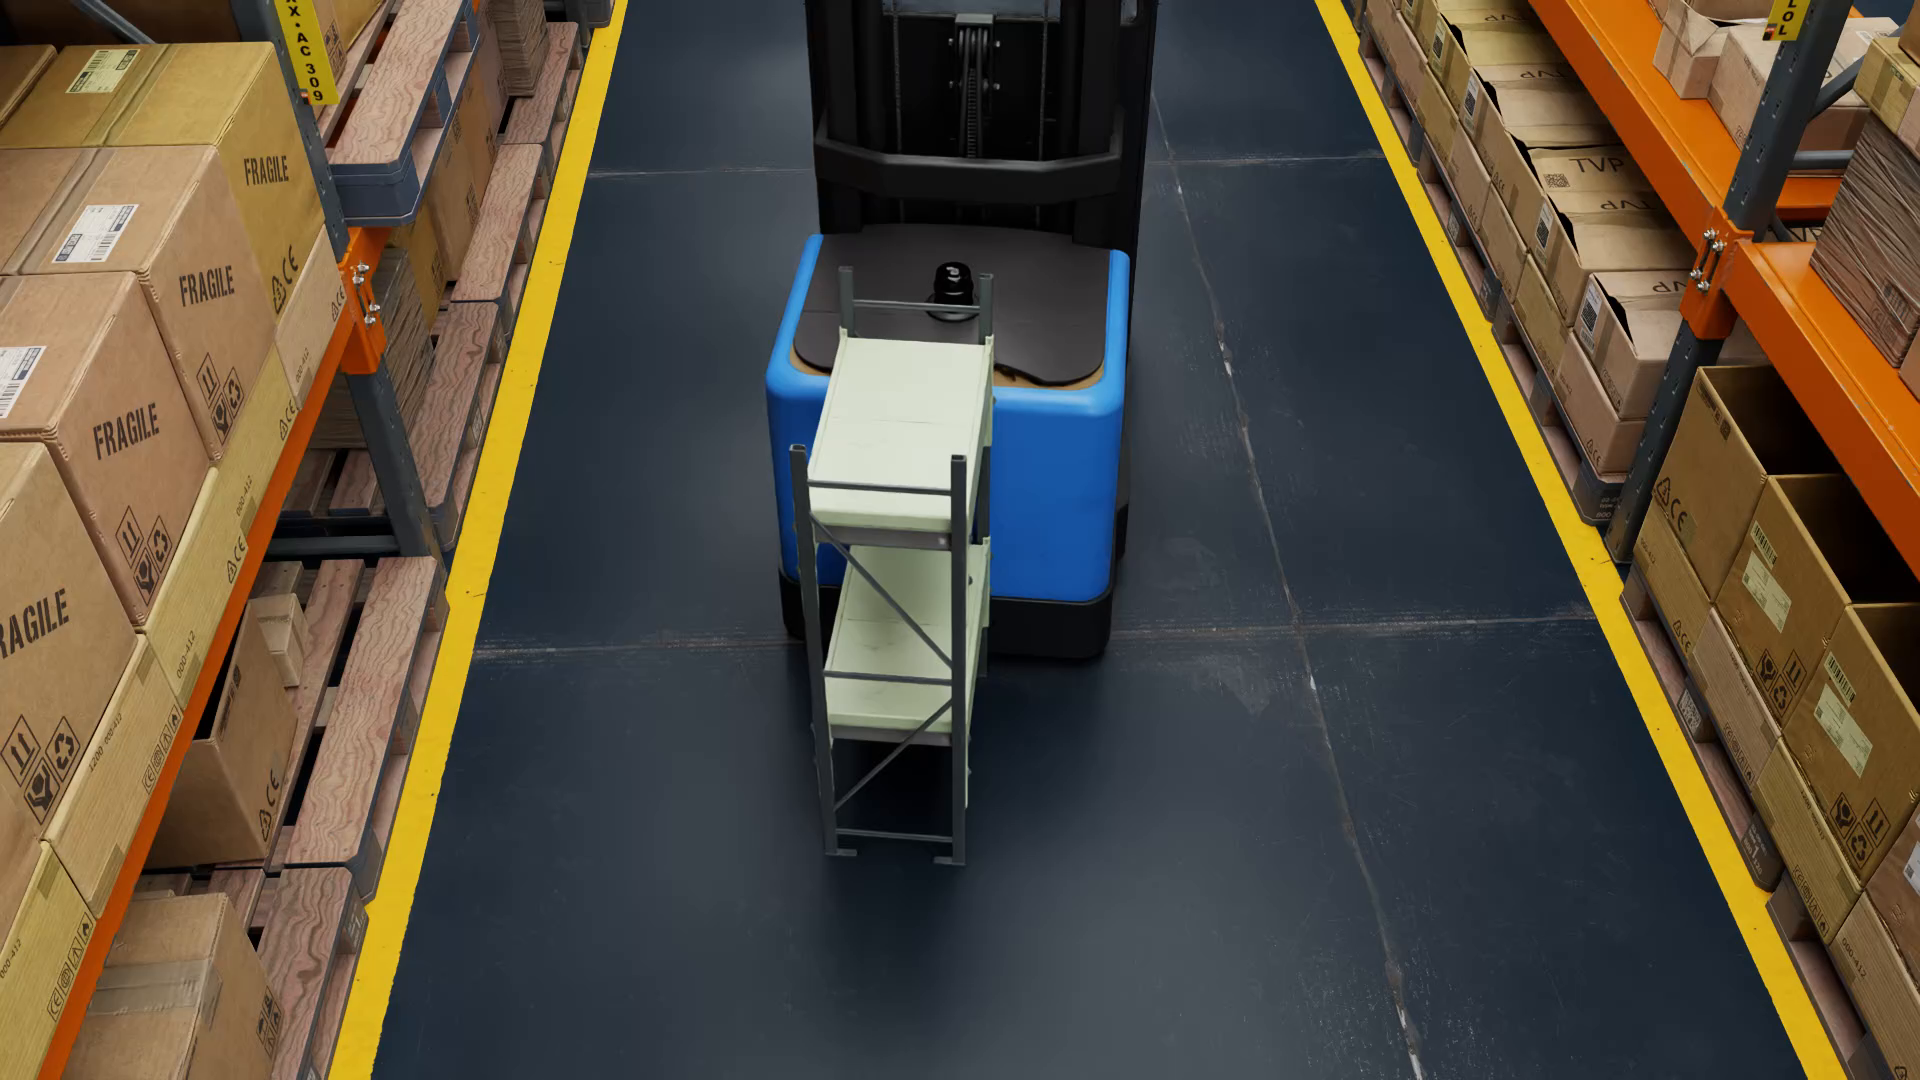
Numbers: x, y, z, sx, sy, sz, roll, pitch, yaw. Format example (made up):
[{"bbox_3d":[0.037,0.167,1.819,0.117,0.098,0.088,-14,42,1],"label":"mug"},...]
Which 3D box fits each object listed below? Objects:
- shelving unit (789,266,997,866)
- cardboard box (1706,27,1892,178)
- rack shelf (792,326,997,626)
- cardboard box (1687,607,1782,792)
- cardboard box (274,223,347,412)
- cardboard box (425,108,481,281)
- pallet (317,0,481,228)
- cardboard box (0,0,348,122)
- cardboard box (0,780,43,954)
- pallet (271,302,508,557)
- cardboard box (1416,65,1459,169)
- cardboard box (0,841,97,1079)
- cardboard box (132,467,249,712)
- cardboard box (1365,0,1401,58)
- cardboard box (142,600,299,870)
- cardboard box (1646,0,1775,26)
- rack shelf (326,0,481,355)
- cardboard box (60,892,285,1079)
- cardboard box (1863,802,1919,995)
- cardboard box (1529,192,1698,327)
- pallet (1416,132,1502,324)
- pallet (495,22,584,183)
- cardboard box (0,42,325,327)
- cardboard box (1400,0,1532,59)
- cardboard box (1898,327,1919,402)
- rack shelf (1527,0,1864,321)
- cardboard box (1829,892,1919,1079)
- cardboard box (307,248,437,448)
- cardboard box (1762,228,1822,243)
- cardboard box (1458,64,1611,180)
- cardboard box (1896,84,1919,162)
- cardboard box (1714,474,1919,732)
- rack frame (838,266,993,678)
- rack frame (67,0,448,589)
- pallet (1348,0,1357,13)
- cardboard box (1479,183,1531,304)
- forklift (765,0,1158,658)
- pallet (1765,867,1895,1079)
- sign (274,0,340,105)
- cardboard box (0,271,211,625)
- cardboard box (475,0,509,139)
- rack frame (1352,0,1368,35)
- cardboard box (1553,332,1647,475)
[{"bbox_3d":[-0.150,0.110,4.520,0.431,1.500,0.755,4,43,4],"label":"shelving unit"},{"bbox_3d":[2.658,-1.350,5.113,0.500,0.250,0.500,1,43,1],"label":"cardboard box"},{"bbox_3d":[-0.150,-0.178,4.256,0.431,0.370,0.720,4,43,4],"label":"rack shelf"},{"bbox_3d":[2.455,0.445,4.769,0.500,0.250,0.500,-2,43,-2],"label":"cardboard box"},{"bbox_3d":[-1.904,-0.570,4.248,0.500,0.250,0.500,-2,43,-2],"label":"cardboard box"},{"bbox_3d":[-2.328,-1.359,6.537,0.700,0.500,0.500,-1,43,-1],"label":"cardboard box"},{"bbox_3d":[-2.114,-1.378,5.176,1.003,0.211,1.213,-2,43,-2],"label":"pallet"},{"bbox_3d":[-2.214,-1.473,4.737,0.700,0.500,0.500,-2,43,-2],"label":"cardboard box"},{"bbox_3d":[-1.803,0.529,2.494,0.500,0.500,0.500,-3,43,-3],"label":"cardboard box"},{"bbox_3d":[-2.261,-0.427,6.059,1.003,0.211,1.213,-2,43,-2],"label":"pallet"},{"bbox_3d":[2.332,-1.863,7.287,0.500,0.250,0.500,-3,43,-3],"label":"cardboard box"},{"bbox_3d":[-1.812,0.786,2.768,0.500,0.250,0.500,-2,43,-2],"label":"cardboard box"},{"bbox_3d":[-1.854,0.106,3.511,0.500,0.250,0.500,-2,43,-2],"label":"cardboard box"},{"bbox_3d":[2.281,-2.553,8.040,0.500,0.250,0.500,-2,43,-2],"label":"cardboard box"},{"bbox_3d":[-2.142,0.530,4.476,0.500,0.500,0.500,-5,43,-5],"label":"cardboard box"},{"bbox_3d":[2.684,-1.985,5.622,0.500,0.500,0.500,1,43,1],"label":"cardboard box"},{"bbox_3d":[-2.311,-2.014,6.260,1.077,0.370,4.000,-2,43,-2],"label":"rack shelf"},{"bbox_3d":[-2.002,1.179,3.768,0.700,0.500,0.500,-4,43,-4],"label":"cardboard box"},{"bbox_3d":[2.495,0.843,3.779,0.500,0.500,0.500,-2,43,-2],"label":"cardboard box"},{"bbox_3d":[2.391,-1.038,5.972,0.500,0.311,0.500,-1,43,-1],"label":"cardboard box"},{"bbox_3d":[2.597,-1.368,7.086,1.003,0.211,1.213,-2,43,-2],"label":"pallet"},{"bbox_3d":[-2.365,-2.074,7.856,1.003,0.211,1.213,-2,43,-2],"label":"pallet"},{"bbox_3d":[-1.897,-0.847,3.996,0.500,0.500,0.500,-2,43,-2],"label":"cardboard box"},{"bbox_3d":[2.312,-2.406,7.464,0.500,0.311,0.500,-3,43,-3],"label":"cardboard box"},{"bbox_3d":[2.777,-0.455,3.953,0.700,0.500,0.500,-2,43,-2],"label":"cardboard box"},{"bbox_3d":[2.638,-2.159,6.418,1.077,0.370,4.000,-2,43,-2],"label":"rack shelf"},{"bbox_3d":[2.499,1.120,4.033,0.500,0.250,0.500,-2,43,-2],"label":"cardboard box"},{"bbox_3d":[-2.274,-0.666,5.781,0.700,0.500,0.500,0,43,0],"label":"cardboard box"},{"bbox_3d":[2.938,-1.046,5.980,0.500,0.311,0.500,-2,43,-2],"label":"cardboard box"},{"bbox_3d":[2.354,-1.714,6.709,0.500,0.311,0.500,-2,43,-2],"label":"cardboard box"},{"bbox_3d":[2.551,-0.993,4.060,0.380,0.149,0.250,-1,43,-1],"label":"cardboard box"},{"bbox_3d":[2.459,0.168,4.516,0.500,0.500,0.500,-2,43,-2],"label":"cardboard box"},{"bbox_3d":[-0.114,-0.136,4.788,0.400,1.500,0.023,4,43,4],"label":"rack frame"},{"bbox_3d":[-2.227,-0.929,4.544,1.000,3.000,0.127,-2,43,-2],"label":"rack frame"},{"bbox_3d":[2.559,-3.251,9.141,1.003,0.211,1.213,-2,43,-2],"label":"pallet"},{"bbox_3d":[2.373,-1.173,6.534,0.500,0.250,0.500,-1,43,-1],"label":"cardboard box"},{"bbox_3d":[0.089,-1.700,5.435,1.130,2.935,3.031,4,43,4],"label":"forklift"},{"bbox_3d":[2.769,1.318,4.156,1.003,0.211,1.213,-2,43,-2],"label":"pallet"},{"bbox_3d":[-1.685,-1.269,4.274,0.100,0.325,0.005,-2,43,-2],"label":"sign"},{"bbox_3d":[-1.860,-0.170,3.257,0.500,0.500,0.500,-3,43,-3],"label":"cardboard box"},{"bbox_3d":[-2.408,-2.034,7.274,0.700,0.500,0.500,-2,43,-2],"label":"cardboard box"},{"bbox_3d":[2.553,-3.774,7.648,1.000,3.000,0.127,-2,43,-2],"label":"rack frame"},{"bbox_3d":[2.415,-0.487,5.785,0.500,0.250,0.500,-2,43,-2],"label":"cardboard box"}]
